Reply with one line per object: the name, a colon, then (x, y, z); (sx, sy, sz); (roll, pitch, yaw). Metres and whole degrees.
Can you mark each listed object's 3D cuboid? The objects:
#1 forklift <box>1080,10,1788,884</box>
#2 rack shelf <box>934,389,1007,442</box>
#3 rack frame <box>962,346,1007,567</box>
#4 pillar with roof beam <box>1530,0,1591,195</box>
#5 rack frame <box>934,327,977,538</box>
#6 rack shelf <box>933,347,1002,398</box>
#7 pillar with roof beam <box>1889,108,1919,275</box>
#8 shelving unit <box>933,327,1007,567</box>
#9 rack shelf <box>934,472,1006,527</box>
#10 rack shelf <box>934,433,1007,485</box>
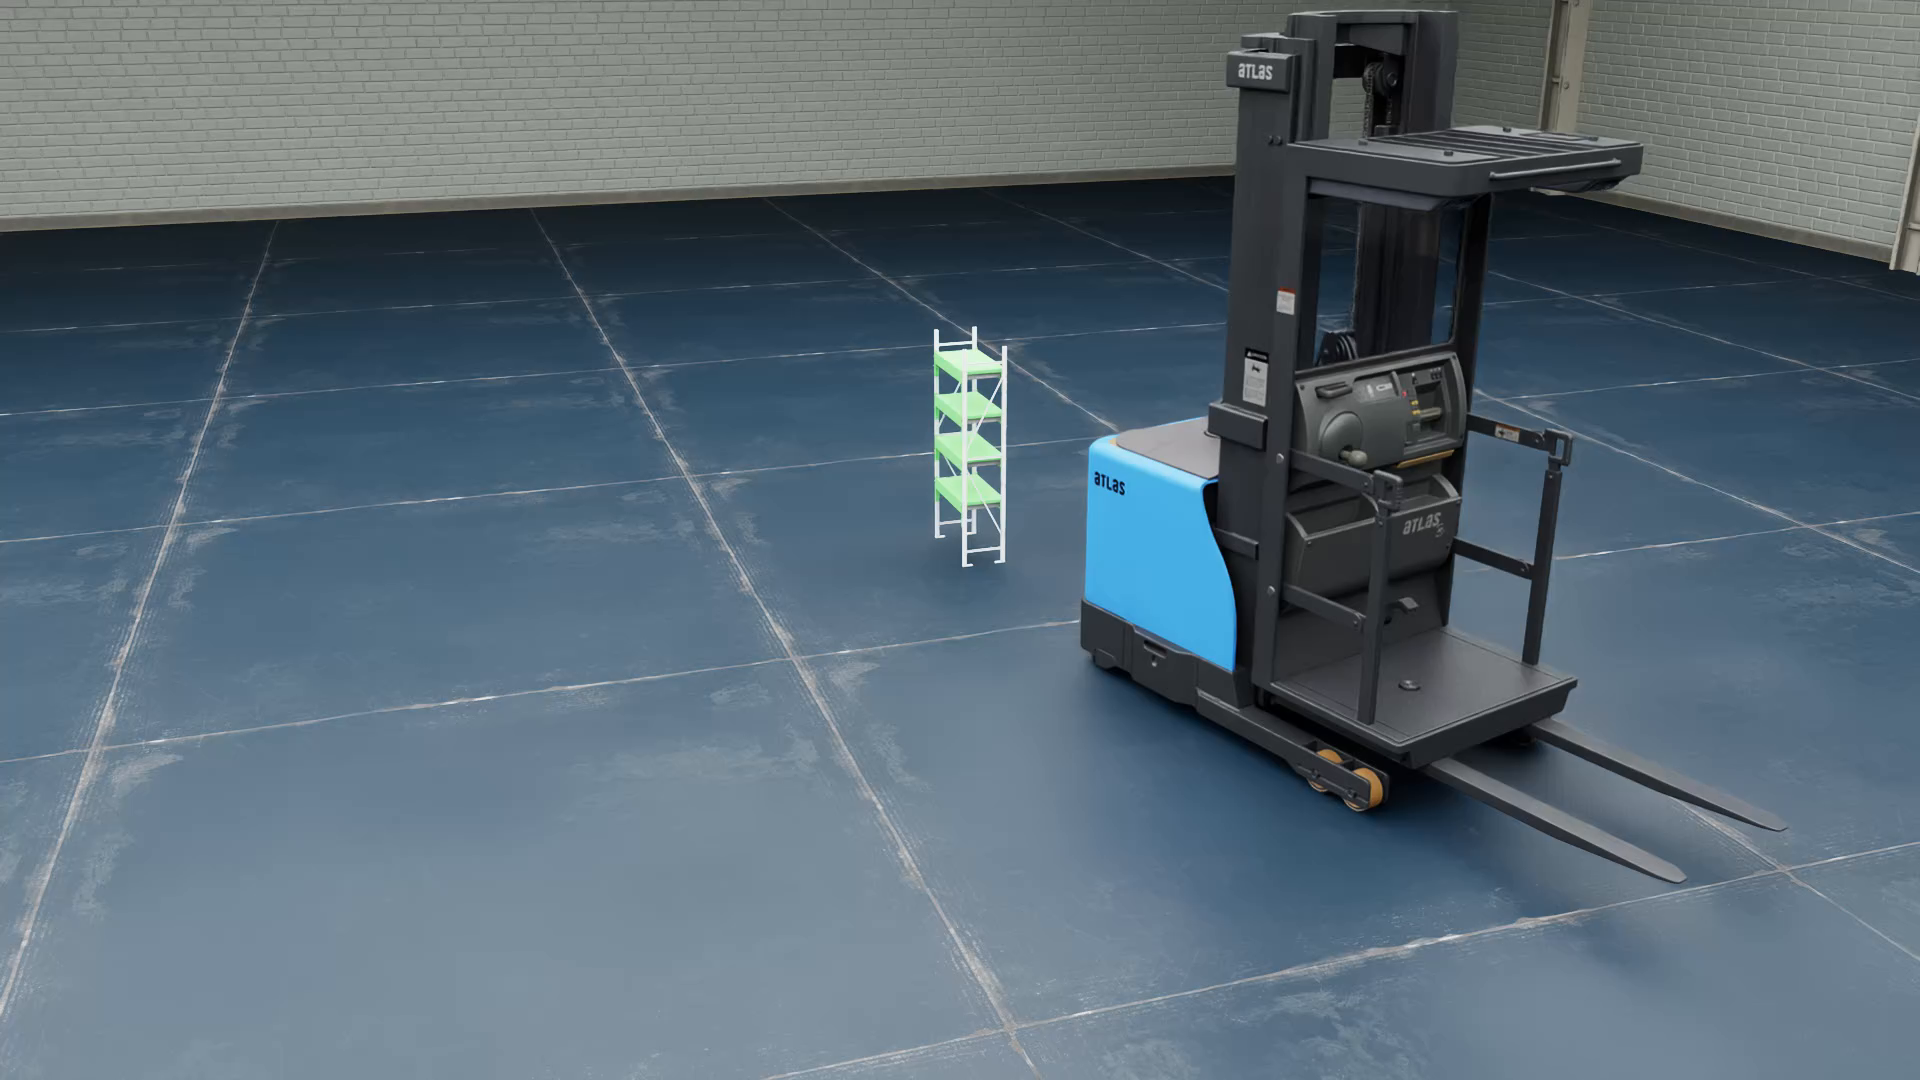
forklift: (1.816, -0.507, 6.492); (1.130, 2.935, 3.031); (-13, 24, -32)
rack shelf: (0.052, -0.677, 9.006); (0.258, 0.148, 0.480); (-6, 21, -17)
rack frame: (0.129, -0.433, 8.848); (0.240, 1.200, 0.015); (-6, 21, -17)
pillar with roof beam: (3.868, -8.469, 19.684); (9.100, 9.000, 0.400); (-6, 21, -17)
rack frame: (-0.025, -0.590, 9.284); (0.240, 1.200, 0.015); (-6, 21, -17)
rack shelf: (0.052, -0.903, 8.925); (0.258, 0.148, 0.480); (-6, 21, -17)
pillar with roof beam: (5.754, -6.544, 14.324); (9.100, 9.000, 0.400); (-6, 21, -17)
shelving unit: (0.052, -0.512, 9.066); (0.258, 1.200, 0.503); (-6, 21, -17)
rack shelf: (0.052, -0.226, 9.169); (0.258, 0.148, 0.480); (-6, 21, -17)
rack shelf: (0.052, -0.451, 9.087); (0.258, 0.148, 0.480); (-6, 21, -17)
